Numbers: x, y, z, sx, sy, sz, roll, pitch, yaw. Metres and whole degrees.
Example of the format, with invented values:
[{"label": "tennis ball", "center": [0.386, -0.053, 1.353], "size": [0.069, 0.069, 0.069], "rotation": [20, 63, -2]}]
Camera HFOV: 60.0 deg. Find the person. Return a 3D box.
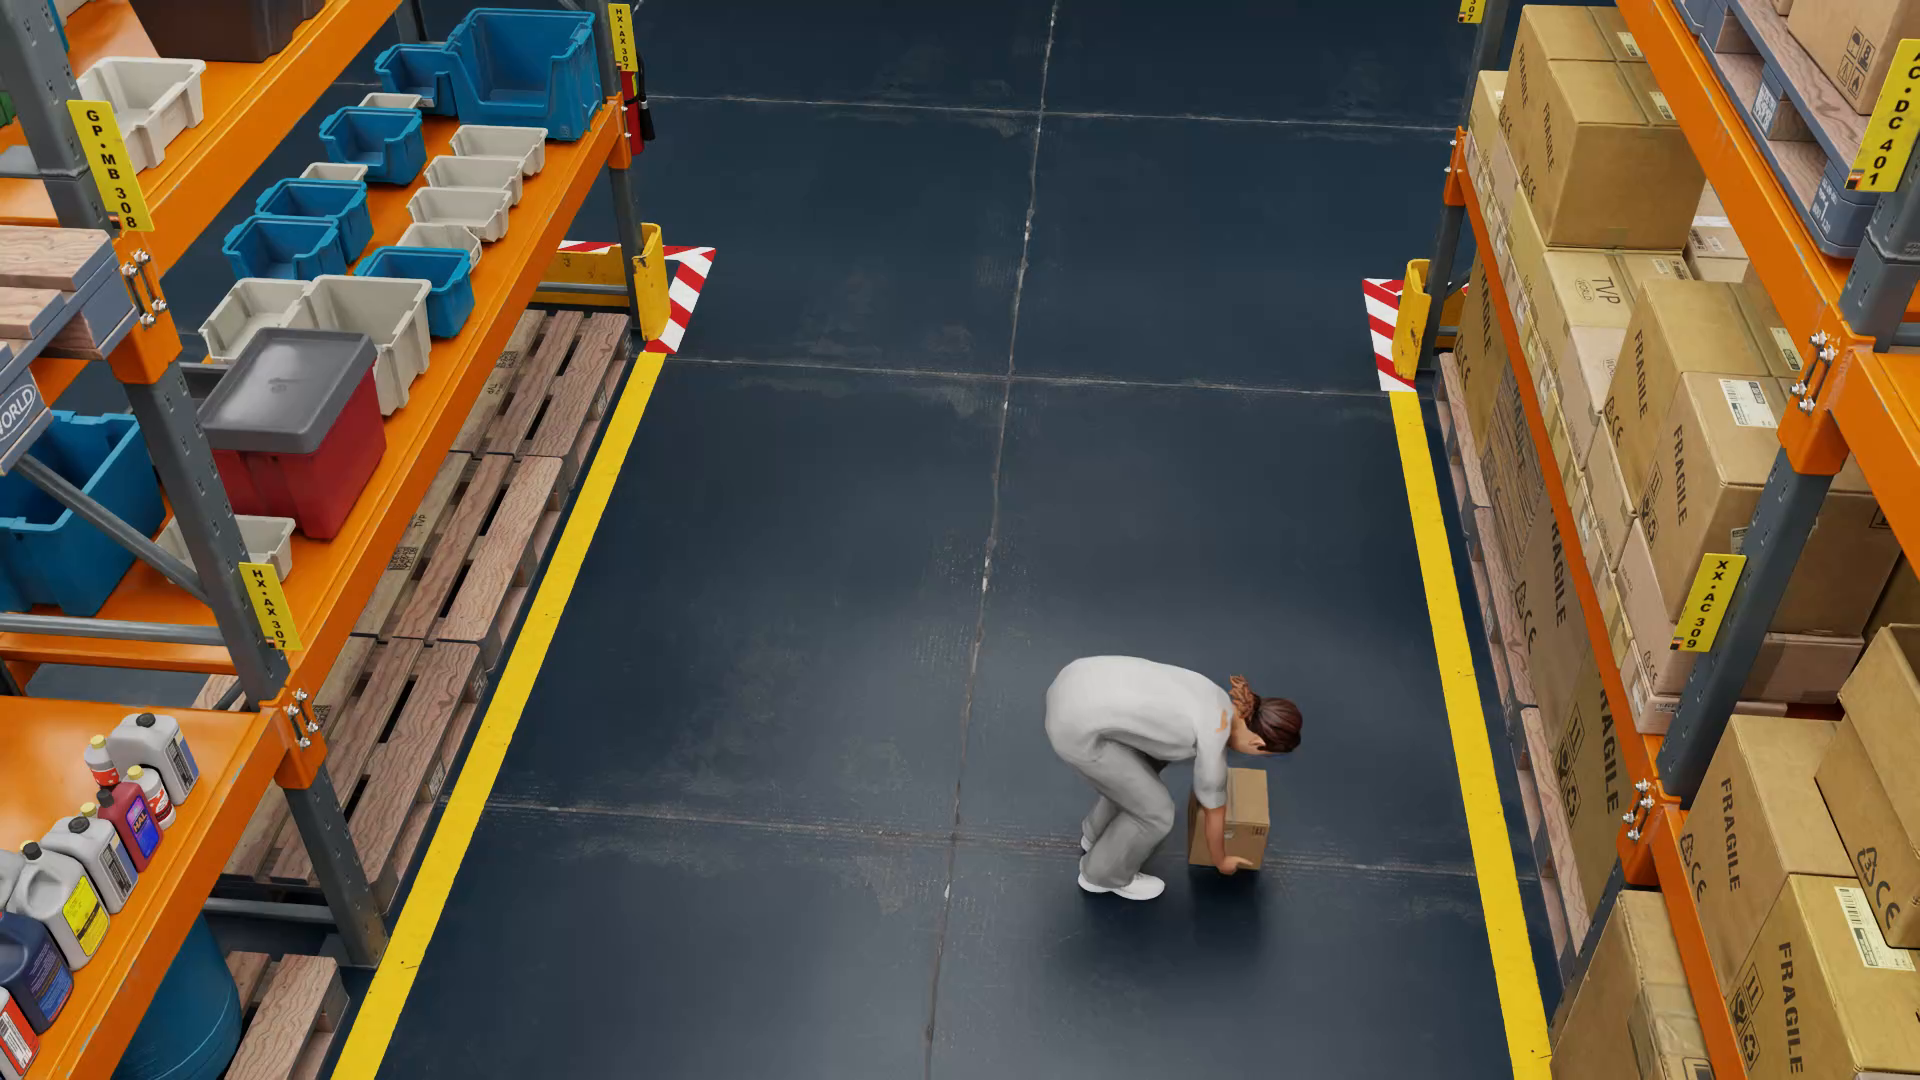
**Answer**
[{"label": "person", "center": [0.714, 0.818, 5.732], "size": [0.860, 0.975, 0.436], "rotation": [2, 40, 2]}]
